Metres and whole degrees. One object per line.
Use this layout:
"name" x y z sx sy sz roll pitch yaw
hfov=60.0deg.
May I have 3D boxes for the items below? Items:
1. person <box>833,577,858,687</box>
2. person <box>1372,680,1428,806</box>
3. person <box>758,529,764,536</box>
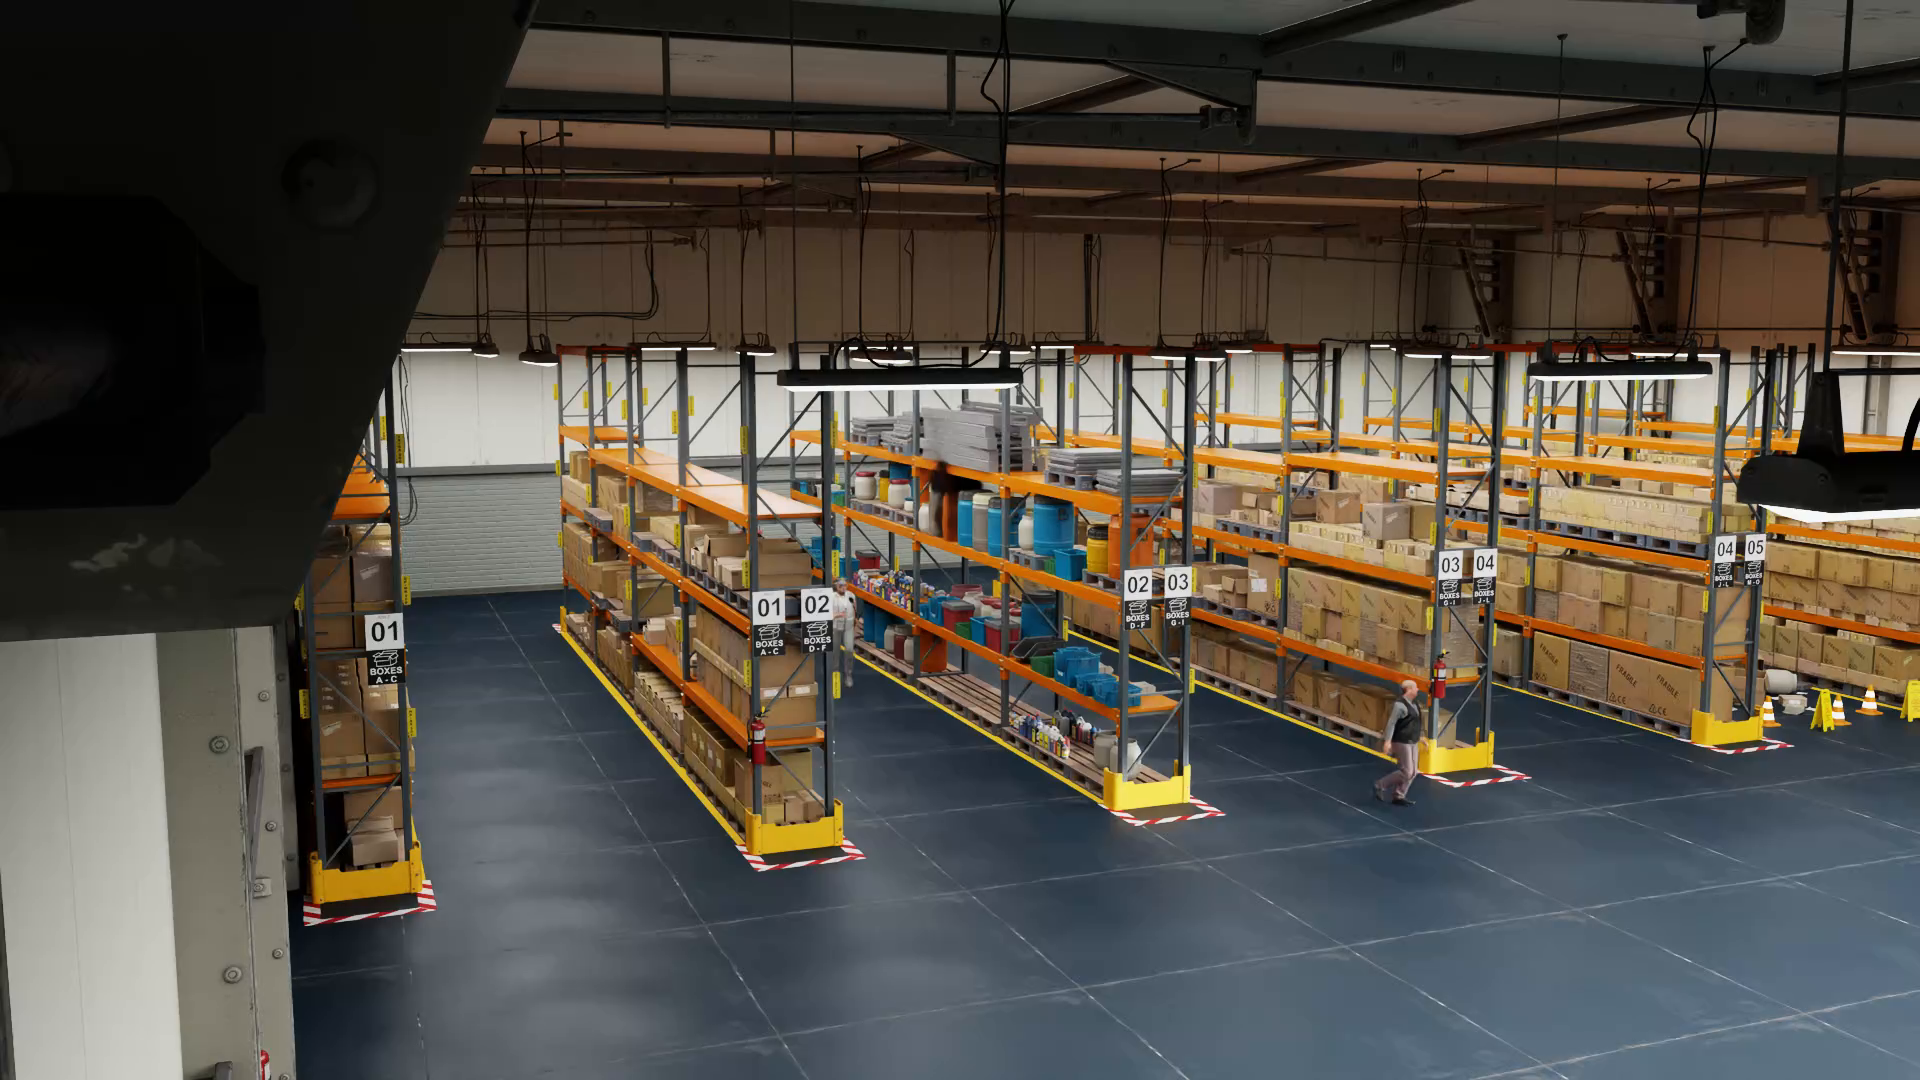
"person" -2.032 1.570 28.668 0.621 1.911 0.806 -2 8 -16
"person" 5.847 2.694 22.098 0.558 1.686 0.759 6 9 39
"person" -4.789 0.600 38.535 0.606 1.716 0.687 -2 8 -15
